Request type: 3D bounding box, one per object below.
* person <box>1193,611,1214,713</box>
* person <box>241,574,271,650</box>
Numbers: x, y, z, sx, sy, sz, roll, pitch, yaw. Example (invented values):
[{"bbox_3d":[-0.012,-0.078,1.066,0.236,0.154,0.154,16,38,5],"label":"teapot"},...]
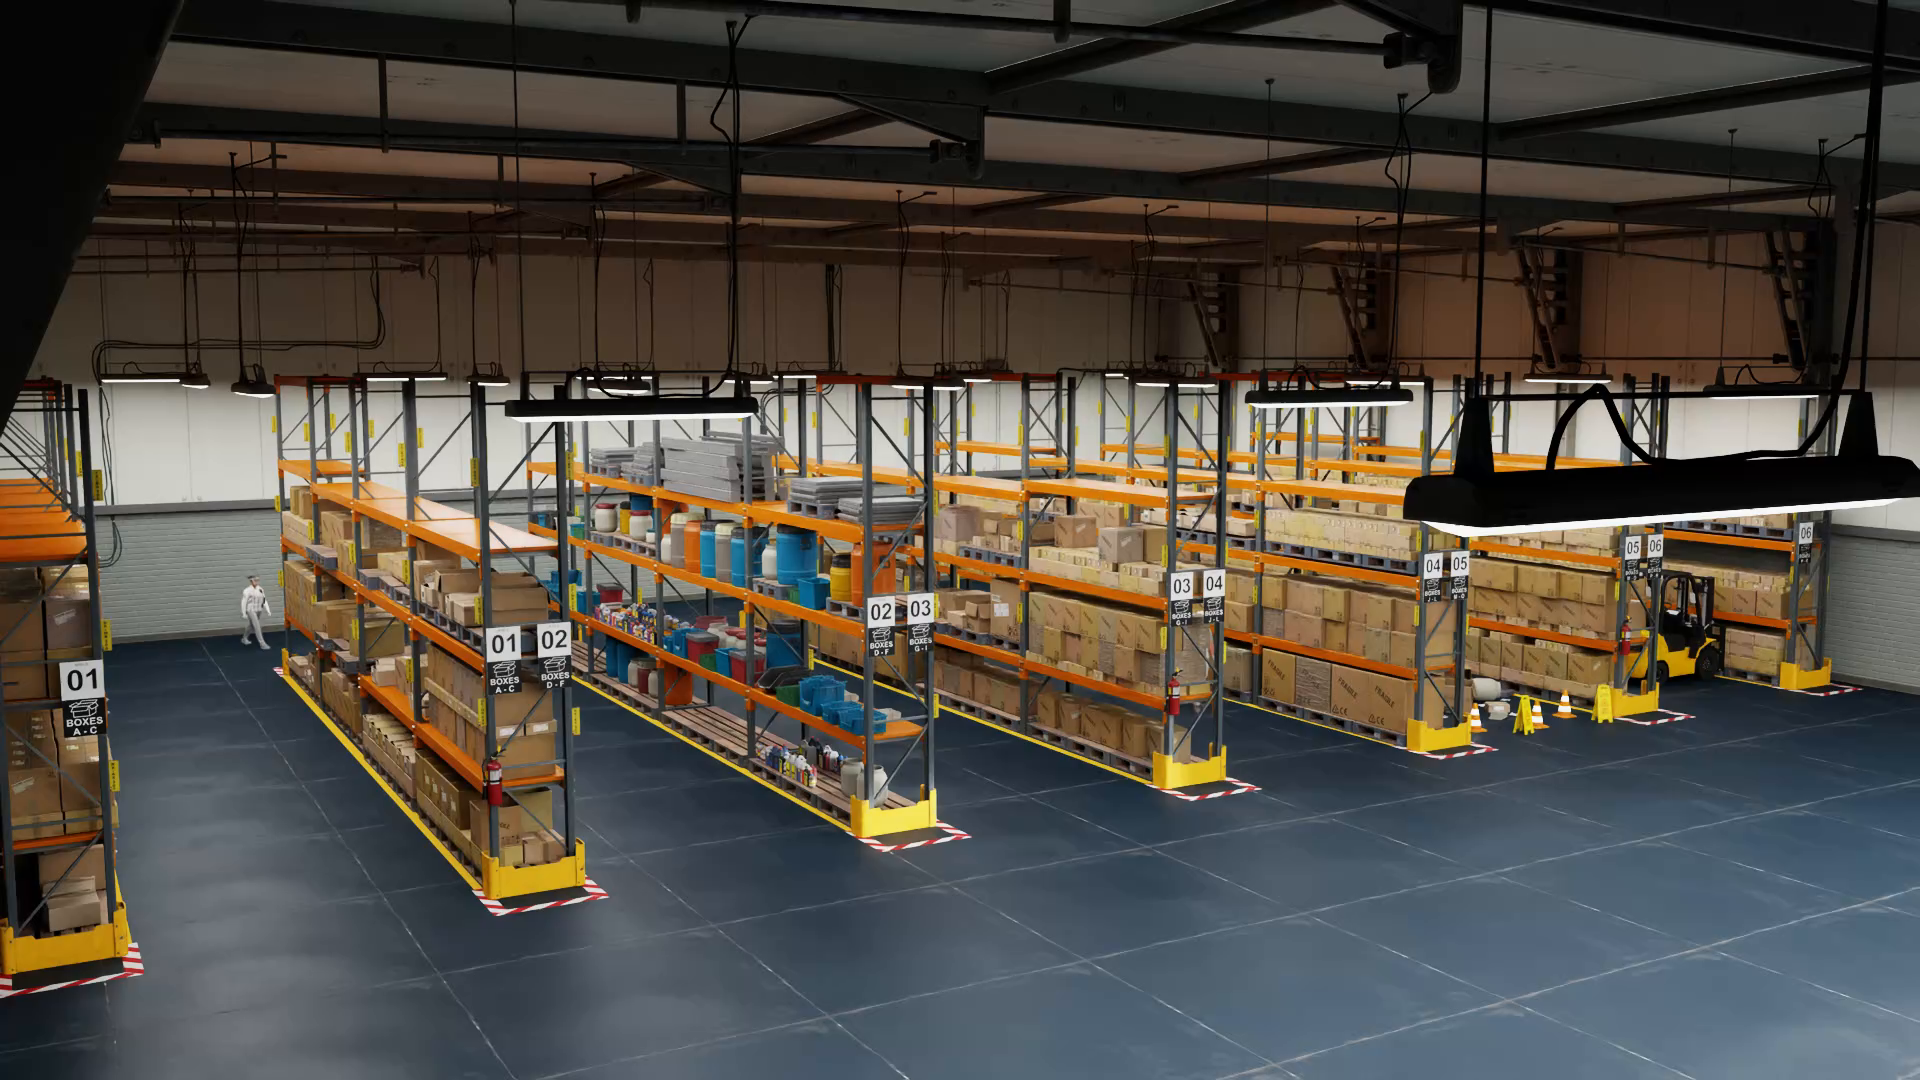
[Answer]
[{"bbox_3d":[4.305,2.189,29.942,0.597,1.842,0.535,-2,7,-17],"label":"person"},{"bbox_3d":[-15.362,1.541,36.216,1.081,1.611,0.513,3,7,26],"label":"person"}]
